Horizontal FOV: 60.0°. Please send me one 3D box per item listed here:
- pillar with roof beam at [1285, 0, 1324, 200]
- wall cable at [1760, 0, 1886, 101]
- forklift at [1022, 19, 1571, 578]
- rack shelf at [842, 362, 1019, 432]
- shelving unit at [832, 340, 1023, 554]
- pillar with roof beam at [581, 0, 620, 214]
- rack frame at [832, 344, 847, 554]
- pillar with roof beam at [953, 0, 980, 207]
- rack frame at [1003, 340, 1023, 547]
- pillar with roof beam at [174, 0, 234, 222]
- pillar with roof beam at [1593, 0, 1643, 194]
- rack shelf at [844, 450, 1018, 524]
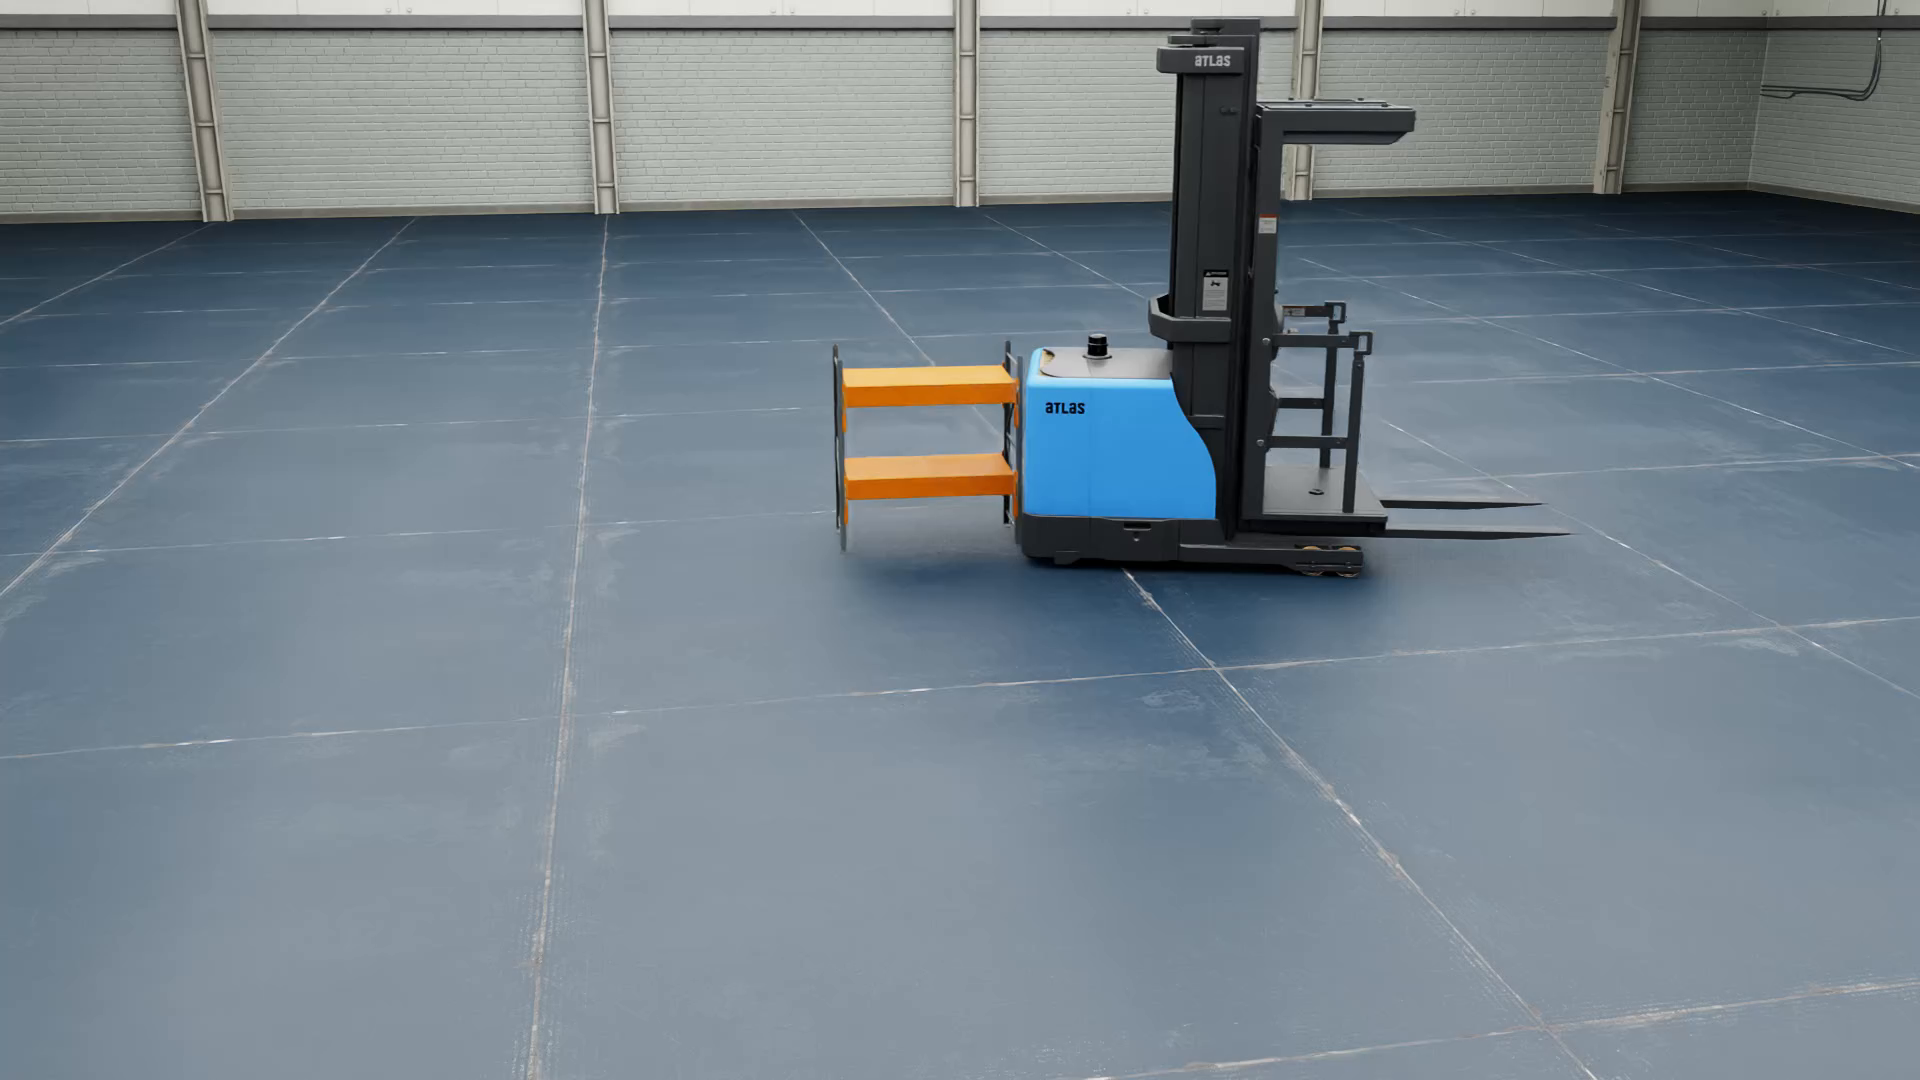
[{"bbox_3d":[6.811,-9.100,24.114,0.400,9.000,9.100,-3,17,-10],"label":"pillar with roof beam"},{"bbox_3d":[15.028,-8.974,28.992,0.112,2.526,3.097,-3,17,-10],"label":"wall cable"},{"bbox_3d":[1.891,-1.357,9.239,3.031,2.935,1.130,1,17,4],"label":"forklift"},{"bbox_3d":[-0.194,-0.832,9.608,1.000,0.278,0.538,-2,17,-7],"label":"rack shelf"},{"bbox_3d":[-0.194,-0.552,9.694,1.048,1.125,0.538,-2,17,-7],"label":"shelving unit"},{"bbox_3d":[-4.972,-8.432,21.938,0.400,9.000,9.100,-3,17,-10],"label":"pillar with roof beam"},{"bbox_3d":[-0.699,-0.533,9.633,0.032,1.125,0.500,-2,17,-7],"label":"rack frame"},{"bbox_3d":[0.919,-8.766,23.026,0.400,9.000,9.100,-3,17,-10],"label":"pillar with roof beam"},{"bbox_3d":[0.310,-0.571,9.755,0.032,1.125,0.500,-2,17,-7],"label":"rack frame"},{"bbox_3d":[-10.863,-8.098,20.850,0.400,9.000,9.100,-3,17,-10],"label":"pillar with roof beam"},{"bbox_3d":[12.702,-9.435,25.202,0.400,9.000,9.100,-3,17,-10],"label":"pillar with roof beam"},{"bbox_3d":[-0.194,-0.318,9.766,1.000,0.278,0.538,-2,17,-7],"label":"rack shelf"}]
